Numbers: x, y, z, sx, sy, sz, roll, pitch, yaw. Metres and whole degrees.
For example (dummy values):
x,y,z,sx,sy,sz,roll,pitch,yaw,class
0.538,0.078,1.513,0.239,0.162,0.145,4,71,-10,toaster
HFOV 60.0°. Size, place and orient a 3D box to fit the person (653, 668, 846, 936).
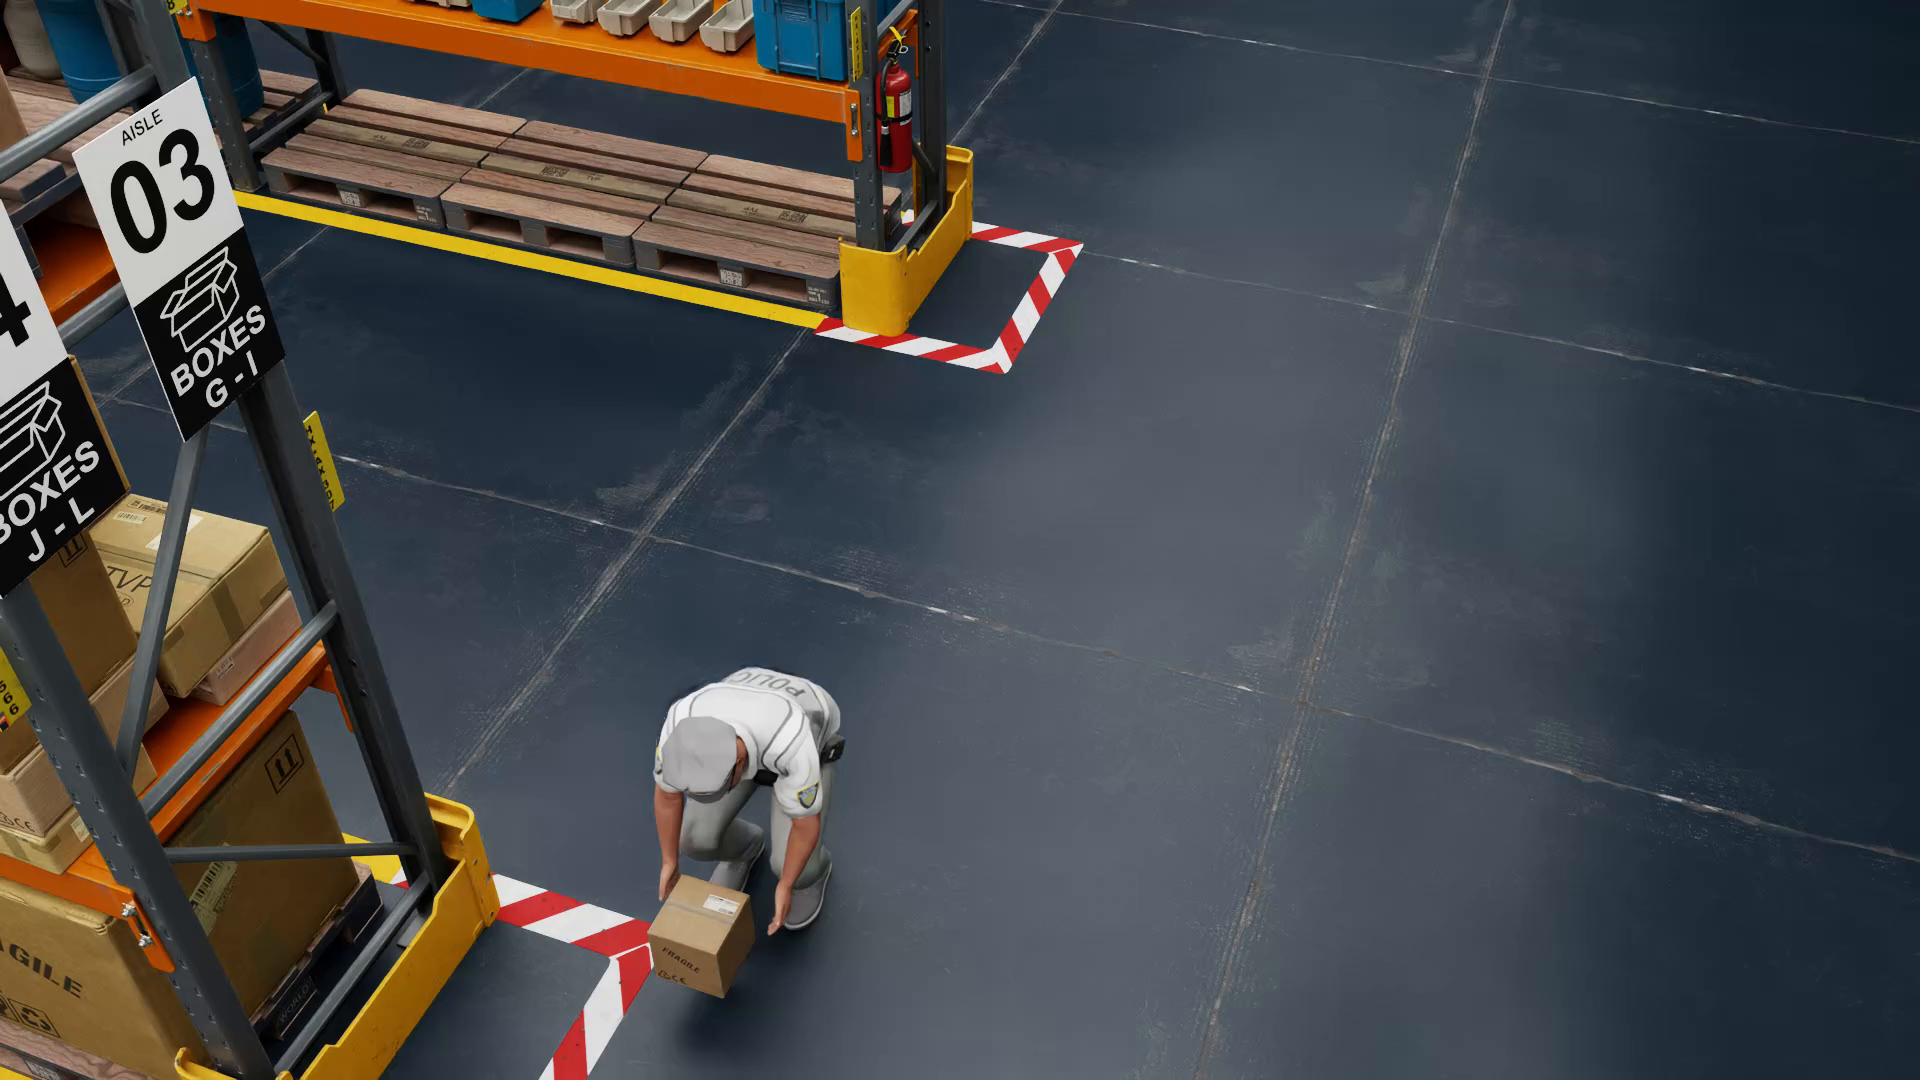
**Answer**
x,y,z,sx,sy,sz,roll,pitch,yaw,class
-0.676,0.855,5.570,0.581,1.241,0.882,14,43,15,person
